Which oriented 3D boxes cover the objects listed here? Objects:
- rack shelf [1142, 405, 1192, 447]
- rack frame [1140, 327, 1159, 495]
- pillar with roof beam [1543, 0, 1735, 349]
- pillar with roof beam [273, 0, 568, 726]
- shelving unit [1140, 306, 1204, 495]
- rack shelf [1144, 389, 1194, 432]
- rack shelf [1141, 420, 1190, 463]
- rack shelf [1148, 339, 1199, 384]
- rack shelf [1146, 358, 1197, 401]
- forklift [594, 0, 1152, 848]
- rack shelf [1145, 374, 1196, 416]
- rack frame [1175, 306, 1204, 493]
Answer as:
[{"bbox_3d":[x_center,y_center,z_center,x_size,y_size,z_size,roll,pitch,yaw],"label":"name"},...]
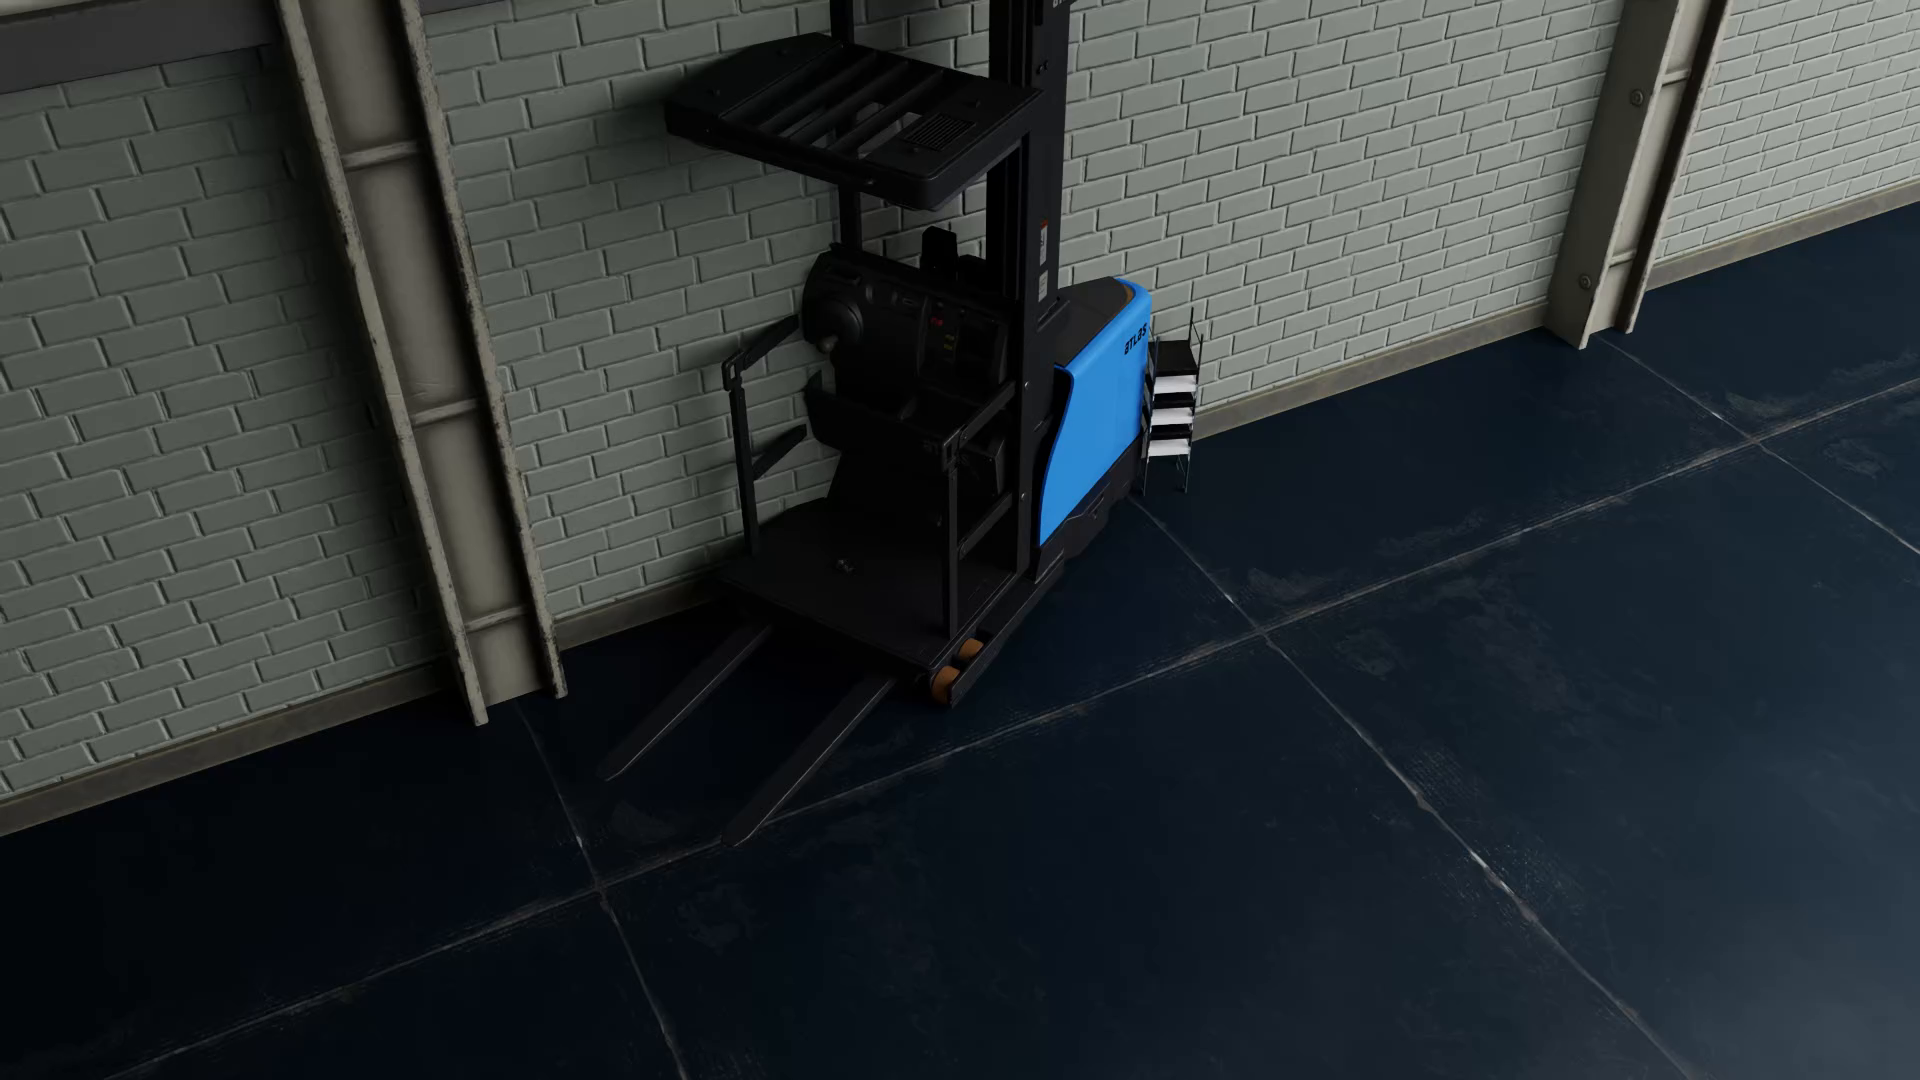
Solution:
[{"bbox_3d":[0.973,-0.547,7.880,0.200,0.077,0.258,-4,40,-4],"label":"rack shelf"},{"bbox_3d":[0.872,-0.635,7.793,0.006,0.900,0.240,-4,40,-4],"label":"rack frame"},{"bbox_3d":[5.422,-2.138,3.300,0.400,9.000,9.100,-19,44,-21],"label":"pillar with roof beam"},{"bbox_3d":[0.100,-0.348,1.185,0.400,9.000,9.100,-19,44,-21],"label":"pillar with roof beam"},{"bbox_3d":[0.973,-0.641,7.800,0.210,0.900,0.258,-4,40,-4],"label":"shelving unit"},{"bbox_3d":[0.973,-0.616,7.822,0.200,0.077,0.258,-4,40,-4],"label":"rack shelf"},{"bbox_3d":[0.973,-0.479,7.938,0.200,0.077,0.258,-4,40,-4],"label":"rack shelf"},{"bbox_3d":[0.973,-0.822,7.647,0.200,0.077,0.258,-4,40,-4],"label":"rack shelf"},{"bbox_3d":[0.973,-0.753,7.705,0.200,0.077,0.258,-4,40,-4],"label":"rack shelf"},{"bbox_3d":[-0.326,-0.774,6.384,1.130,2.935,3.031,21,45,23],"label":"forklift"},{"bbox_3d":[0.973,-0.685,7.764,0.200,0.077,0.258,-4,40,-4],"label":"rack shelf"},{"bbox_3d":[1.074,-0.648,7.808,0.006,0.900,0.240,-4,40,-4],"label":"rack frame"}]
